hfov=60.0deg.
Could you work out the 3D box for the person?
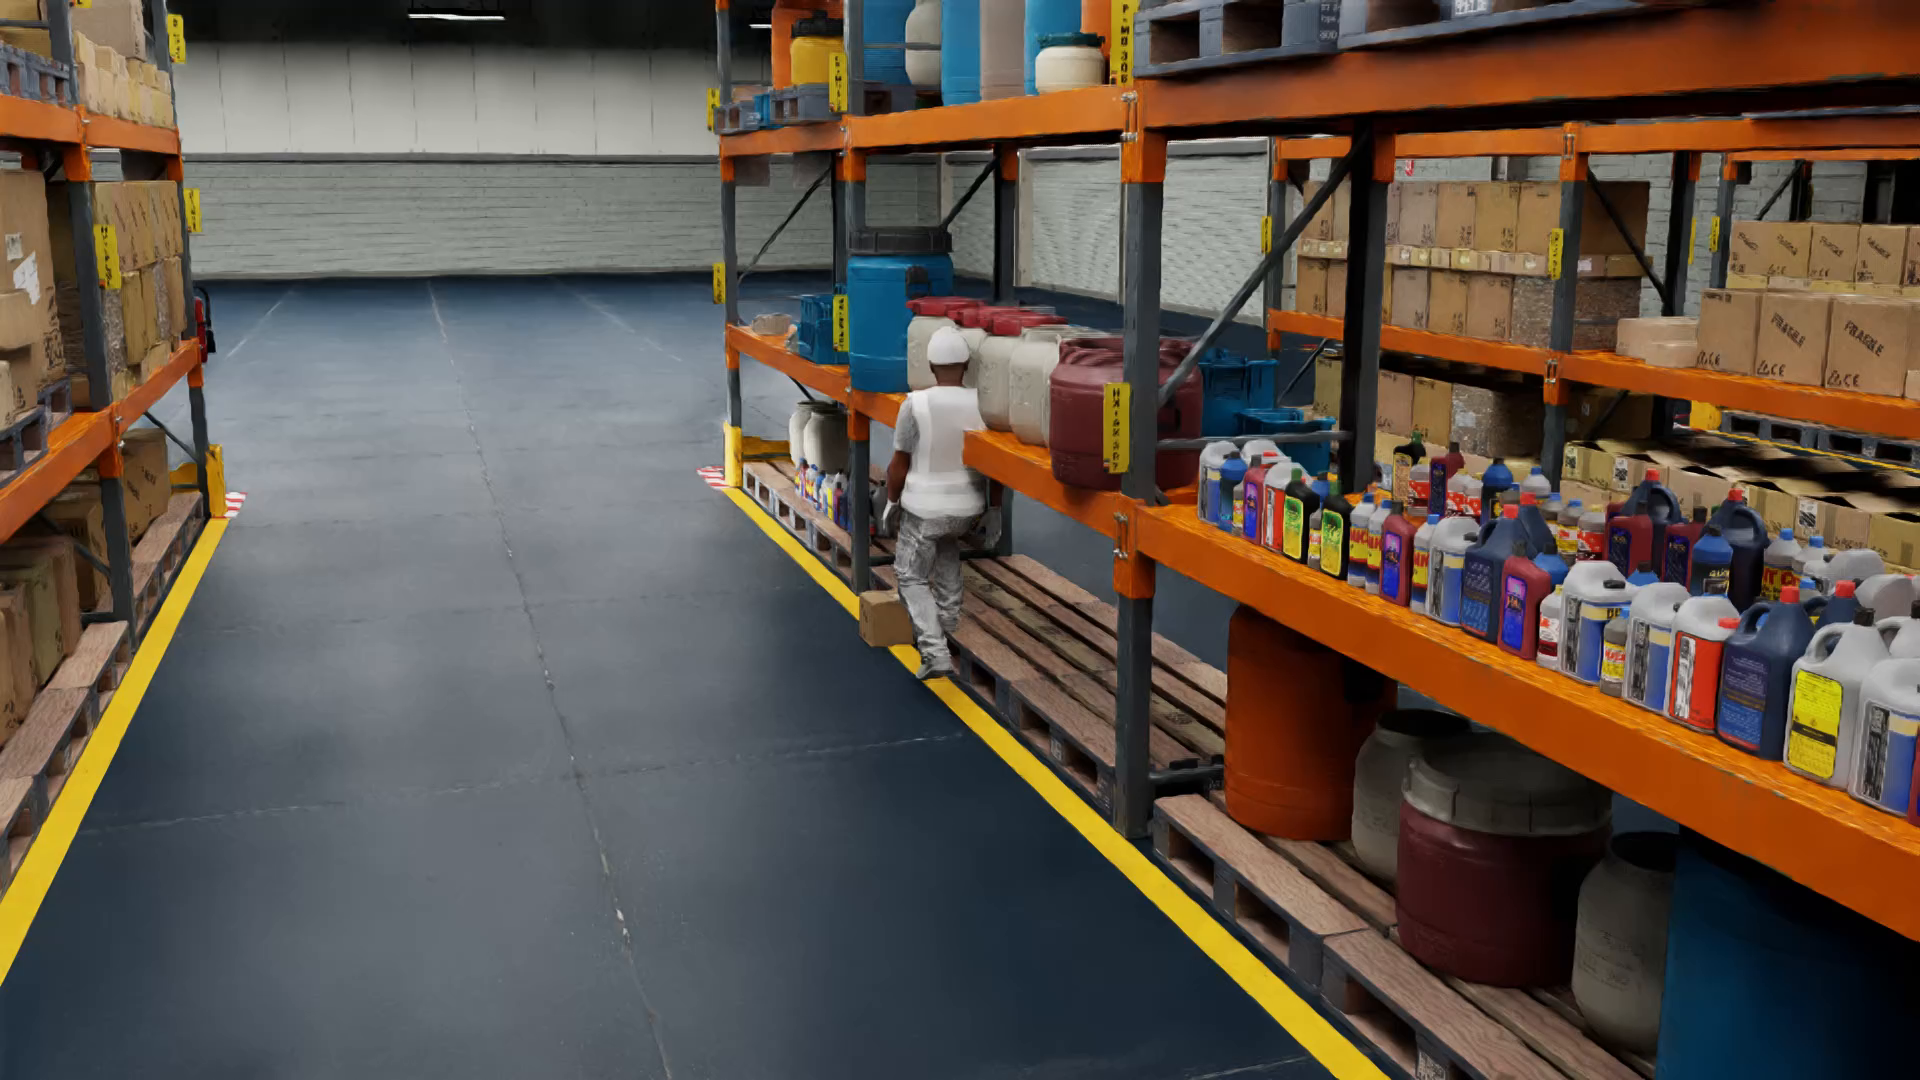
[{"bbox_3d":[-0.096,-0.207,8.147,0.557,1.681,0.880,-5,13,-21],"label":"person"}]
